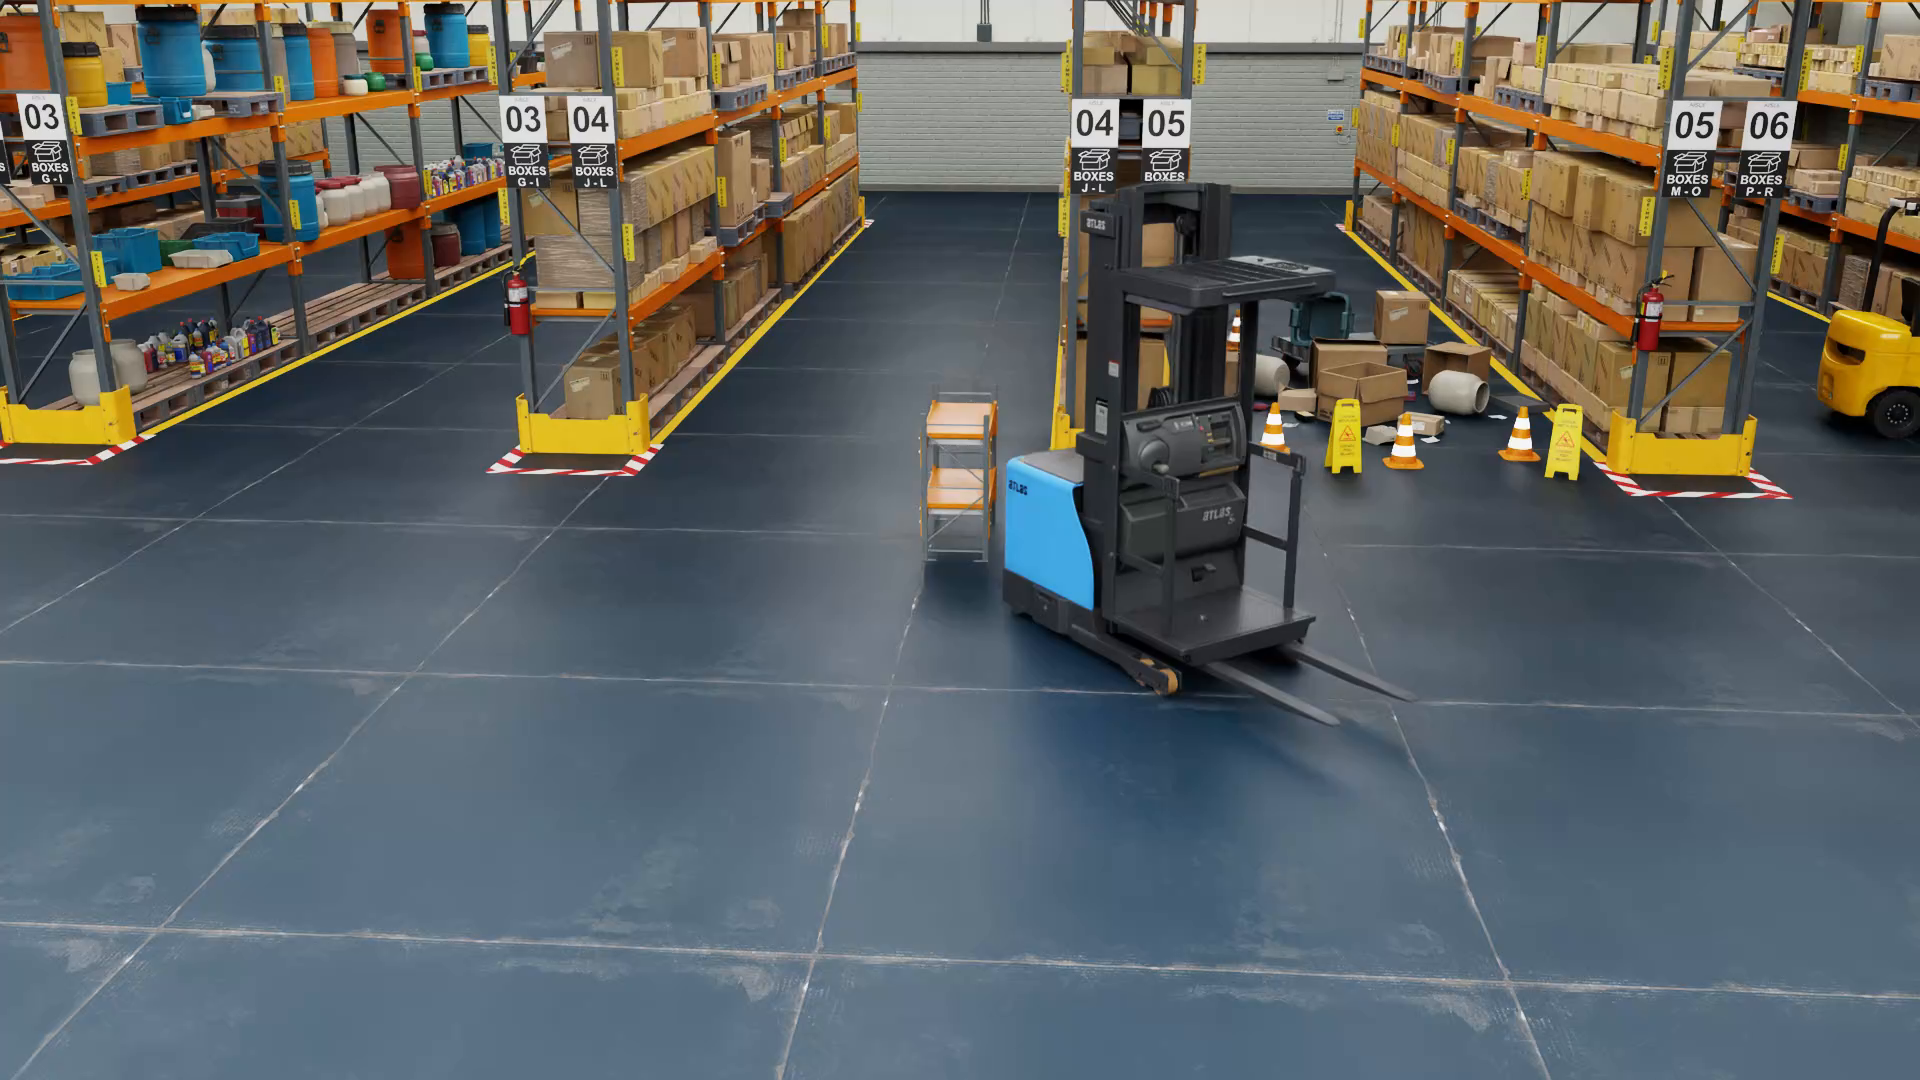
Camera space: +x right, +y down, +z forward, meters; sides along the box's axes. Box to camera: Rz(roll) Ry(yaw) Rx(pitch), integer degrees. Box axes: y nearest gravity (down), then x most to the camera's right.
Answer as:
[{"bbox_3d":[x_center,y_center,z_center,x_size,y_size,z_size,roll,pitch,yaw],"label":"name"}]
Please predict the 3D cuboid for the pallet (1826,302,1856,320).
[{"bbox_3d":[11.815,-2.824,21.204,1.003,0.211,1.213,1,18,4],"label":"pallet"}]

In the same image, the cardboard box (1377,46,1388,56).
[{"bbox_3d":[7.228,-8.219,27.940,0.380,0.149,0.250,2,18,6],"label":"cardboard box"}]

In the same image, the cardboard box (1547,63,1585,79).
[{"bbox_3d":[6.327,-4.866,17.262,0.380,0.149,0.250,1,18,3],"label":"cardboard box"}]

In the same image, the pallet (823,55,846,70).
[{"bbox_3d":[-2.477,-7.993,27.823,1.003,0.211,1.213,1,18,4],"label":"pallet"}]

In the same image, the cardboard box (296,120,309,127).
[{"bbox_3d":[-12.023,-7.664,29.727,0.500,0.500,0.500,2,18,5],"label":"cardboard box"}]

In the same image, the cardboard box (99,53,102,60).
[{"bbox_3d":[-12.769,-6.725,23.652,0.910,0.500,0.500,1,18,4],"label":"cardboard box"}]

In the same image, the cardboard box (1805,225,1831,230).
[{"bbox_3d":[12.411,-4.443,23.963,0.380,0.149,0.250,2,18,5],"label":"cardboard box"}]

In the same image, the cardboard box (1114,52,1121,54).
[{"bbox_3d":[1.416,-4.948,17.317,0.500,0.250,0.500,1,18,4],"label":"cardboard box"}]

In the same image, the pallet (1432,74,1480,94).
[{"bbox_3d":[6.955,-6.051,22.058,1.213,0.211,1.003,2,18,6],"label":"pallet"}]

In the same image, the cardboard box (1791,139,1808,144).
[{"bbox_3d":[11.905,-5.588,24.324,0.700,0.500,0.500,1,18,5],"label":"cardboard box"}]

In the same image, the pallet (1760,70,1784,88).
[{"bbox_3d":[12.012,-6.460,23.304,1.213,0.211,1.003,1,18,4],"label":"pallet"}]

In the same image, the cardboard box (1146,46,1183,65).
[{"bbox_3d":[1.785,-4.137,14.202,0.380,0.149,0.250,1,18,5],"label":"cardboard box"}]

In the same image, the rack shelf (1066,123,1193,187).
[{"bbox_3d":[1.587,-3.813,16.081,1.077,0.370,4.000,1,18,4],"label":"rack shelf"}]

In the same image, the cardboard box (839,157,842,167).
[{"bbox_3d":[-2.191,-6.345,27.874,0.380,0.149,0.250,1,18,5],"label":"cardboard box"}]

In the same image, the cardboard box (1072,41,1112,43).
[{"bbox_3d":[1.239,-4.626,15.696,0.380,0.149,0.250,1,18,4],"label":"cardboard box"}]

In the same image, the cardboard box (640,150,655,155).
[{"bbox_3d":[-3.530,-3.868,17.665,0.500,0.500,0.500,1,18,4],"label":"cardboard box"}]

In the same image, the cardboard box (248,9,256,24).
[{"bbox_3d":[-12.429,-8.766,28.275,0.700,0.500,0.500,1,18,4],"label":"cardboard box"}]

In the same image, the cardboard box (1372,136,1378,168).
[{"bbox_3d":[7.132,-6.432,27.575,0.500,0.500,0.500,2,18,6],"label":"cardboard box"}]

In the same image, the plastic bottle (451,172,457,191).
[{"bbox_3d":[-7.408,-5.234,24.287,0.097,0.271,0.097,0,18,0],"label":"plastic bottle"}]

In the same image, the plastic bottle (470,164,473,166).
[{"bbox_3d":[-7.470,-5.624,25.477,0.097,0.271,0.097,0,18,0],"label":"plastic bottle"}]

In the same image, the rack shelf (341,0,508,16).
[{"bbox_3d":[-7.720,-7.786,24.030,1.077,0.370,4.000,1,18,4],"label":"rack shelf"}]

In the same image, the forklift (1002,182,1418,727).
[{"bbox_3d":[1.509,-0.617,10.098,1.130,2.935,3.031,-11,21,-31],"label":"forklift"}]

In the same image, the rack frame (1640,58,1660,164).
[{"bbox_3d":[12.486,-6.889,29.130,1.000,3.000,0.127,1,18,4],"label":"rack frame"}]

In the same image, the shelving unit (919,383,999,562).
[{"bbox_3d":[0.000,-0.537,12.754,0.538,1.125,1.048,1,18,4],"label":"shelving unit"}]

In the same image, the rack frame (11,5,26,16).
[{"bbox_3d":[-12.803,-7.808,22.301,1.000,3.000,0.127,1,18,4],"label":"rack frame"}]

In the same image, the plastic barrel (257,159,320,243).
[{"bbox_3d":[-7.820,-3.955,19.371,0.600,0.901,0.708,1,18,4],"label":"plastic barrel"}]

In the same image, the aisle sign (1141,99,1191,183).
[{"bbox_3d":[1.738,-3.315,14.048,0.394,0.787,0.004,1,18,4],"label":"aisle sign"}]

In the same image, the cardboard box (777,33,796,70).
[{"bbox_3d":[-2.798,-7.044,23.946,0.797,0.503,0.637,1,18,3],"label":"cardboard box"}]

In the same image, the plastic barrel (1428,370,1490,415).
[{"bbox_3d":[5.026,-1.480,16.761,0.512,0.421,0.421,17,25,41],"label":"plastic barrel"}]

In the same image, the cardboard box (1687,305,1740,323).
[{"bbox_3d":[6.619,-2.011,14.646,0.380,0.149,0.250,1,18,4],"label":"cardboard box"}]

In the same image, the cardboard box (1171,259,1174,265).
[{"bbox_3d":[1.608,-2.638,15.917,0.875,0.550,0.550,1,18,4],"label":"cardboard box"}]

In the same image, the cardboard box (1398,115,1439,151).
[{"bbox_3d":[6.930,-6.149,25.104,0.500,0.500,0.500,1,18,5],"label":"cardboard box"}]

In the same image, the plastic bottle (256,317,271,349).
[{"bbox_3d":[-7.908,-2.347,18.817,0.144,0.351,0.185,1,18,2],"label":"plastic bottle"}]

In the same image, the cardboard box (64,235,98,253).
[{"bbox_3d":[-12.486,-4.114,23.968,0.500,0.500,0.500,2,18,6],"label":"cardboard box"}]

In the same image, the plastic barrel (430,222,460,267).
[{"bbox_3d":[-7.764,-4.402,24.740,0.600,0.588,0.708,1,18,4],"label":"plastic barrel"}]

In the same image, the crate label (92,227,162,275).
[{"bbox_3d":[-8.574,-2.956,17.069,0.502,0.435,0.616,1,18,4],"label":"crate label"}]

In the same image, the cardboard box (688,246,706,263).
[{"bbox_3d":[-2.944,-3.066,17.867,0.380,0.149,0.250,1,18,4],"label":"cardboard box"}]

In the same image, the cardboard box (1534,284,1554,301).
[{"bbox_3d":[6.295,-2.615,17.580,0.380,0.149,0.250,2,18,5],"label":"cardboard box"}]

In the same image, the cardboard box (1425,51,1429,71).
[{"bbox_3d":[6.768,-6.758,23.454,0.396,0.266,0.258,3,18,8],"label":"cardboard box"}]

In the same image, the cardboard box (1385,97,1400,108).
[{"bbox_3d":[7.108,-7.086,26.922,0.380,0.149,0.250,1,18,3],"label":"cardboard box"}]

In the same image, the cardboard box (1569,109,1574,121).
[{"bbox_3d":[6.426,-4.327,16.897,0.380,0.149,0.250,1,18,4],"label":"cardboard box"}]

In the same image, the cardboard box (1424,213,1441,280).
[{"bbox_3d":[7.162,-4.193,23.641,0.875,0.875,0.875,2,18,5],"label":"cardboard box"}]

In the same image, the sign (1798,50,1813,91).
[{"bbox_3d":[6.930,-3.858,13.659,0.100,0.325,0.005,1,18,4],"label":"sign"}]

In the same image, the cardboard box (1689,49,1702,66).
[{"bbox_3d":[12.103,-7.775,26.779,0.500,0.250,0.500,1,18,3],"label":"cardboard box"}]

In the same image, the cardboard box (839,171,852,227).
[{"bbox_3d":[-2.380,-5.927,28.931,0.875,0.875,0.875,1,18,4],"label":"cardboard box"}]

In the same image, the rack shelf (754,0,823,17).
[{"bbox_3d":[-2.779,-7.675,23.693,1.077,0.370,4.000,1,18,4],"label":"rack shelf"}]

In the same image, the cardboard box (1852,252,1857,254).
[{"bbox_3d":[12.278,-3.693,22.715,0.500,0.500,0.500,1,18,4],"label":"cardboard box"}]

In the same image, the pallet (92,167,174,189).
[{"bbox_3d":[-12.668,-5.470,25.109,1.003,0.211,1.213,1,18,4],"label":"pallet"}]

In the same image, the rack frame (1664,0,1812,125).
[{"bbox_3d":[6.388,-4.880,13.365,1.000,3.000,0.127,1,18,4],"label":"rack frame"}]

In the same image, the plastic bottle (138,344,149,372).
[{"bbox_3d":[-8.697,-1.934,17.675,0.152,0.276,0.135,1,18,4],"label":"plastic bottle"}]

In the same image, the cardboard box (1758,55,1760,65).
[{"bbox_3d":[11.808,-6.955,24.084,0.380,0.149,0.250,1,18,4],"label":"cardboard box"}]

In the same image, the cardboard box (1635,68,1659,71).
[{"bbox_3d":[6.811,-4.529,16.235,0.380,0.149,0.250,1,18,3],"label":"cardboard box"}]

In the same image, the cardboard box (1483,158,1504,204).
[{"bbox_3d":[6.593,-4.286,19.872,0.500,0.500,0.500,1,18,2],"label":"cardboard box"}]

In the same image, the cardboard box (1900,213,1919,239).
[{"bbox_3d":[11.528,-3.723,19.710,0.500,0.250,0.500,2,18,6],"label":"cardboard box"}]

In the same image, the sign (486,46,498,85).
[{"bbox_3d":[-4.048,-4.115,14.426,0.100,0.325,0.005,1,18,4],"label":"sign"}]

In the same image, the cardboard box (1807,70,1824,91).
[{"bbox_3d":[11.779,-6.235,22.557,0.500,0.250,0.500,1,18,4],"label":"cardboard box"}]

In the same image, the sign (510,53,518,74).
[{"bbox_3d":[-7.028,-7.505,26.178,0.100,0.325,0.005,1,18,4],"label":"sign"}]
